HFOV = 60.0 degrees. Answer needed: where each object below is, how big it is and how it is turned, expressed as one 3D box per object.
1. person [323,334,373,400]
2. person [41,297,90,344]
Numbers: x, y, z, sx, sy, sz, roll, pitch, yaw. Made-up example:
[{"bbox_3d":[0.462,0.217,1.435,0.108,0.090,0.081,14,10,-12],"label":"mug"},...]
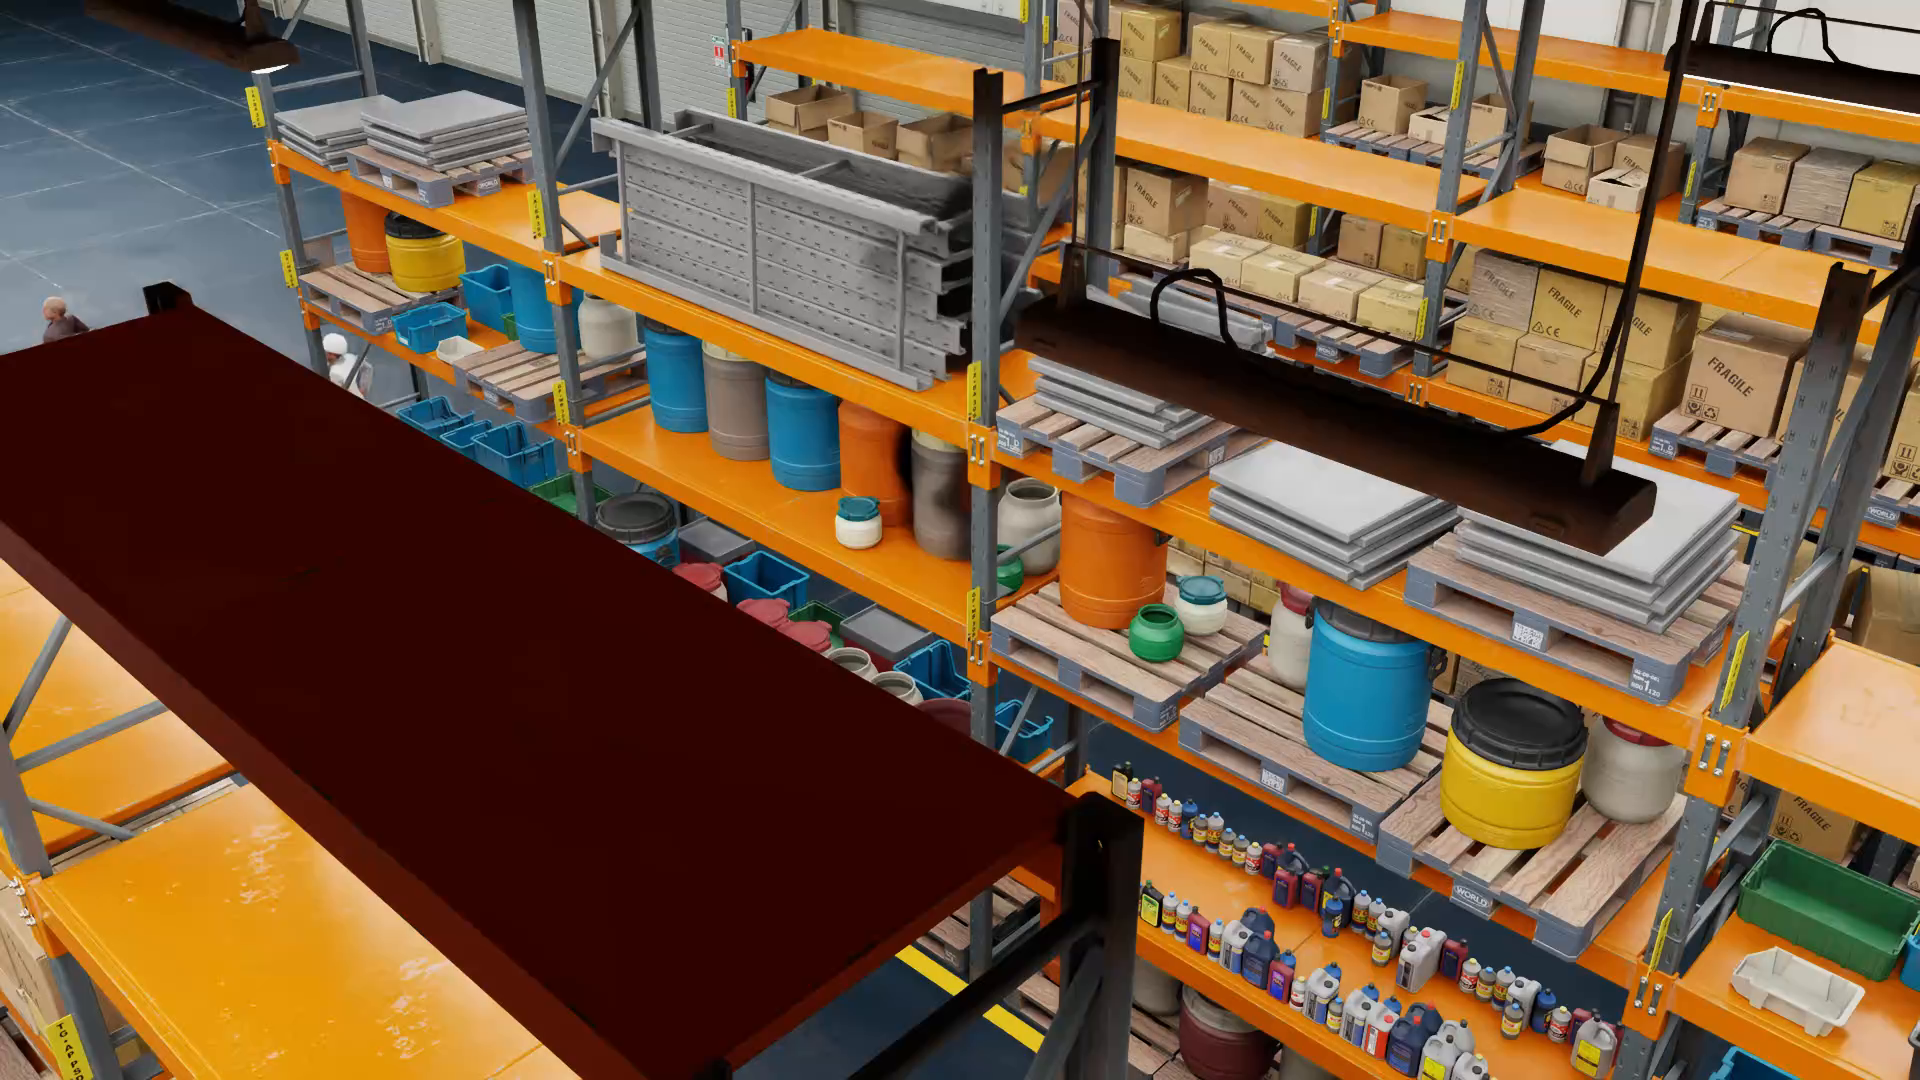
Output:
[{"bbox_3d":[-6.197,-1.265,16.681,0.855,1.766,0.645,-3,30,-6],"label":"person"},{"bbox_3d":[-9.337,-1.728,17.488,1.021,1.754,0.710,-11,31,-19],"label":"person"}]
